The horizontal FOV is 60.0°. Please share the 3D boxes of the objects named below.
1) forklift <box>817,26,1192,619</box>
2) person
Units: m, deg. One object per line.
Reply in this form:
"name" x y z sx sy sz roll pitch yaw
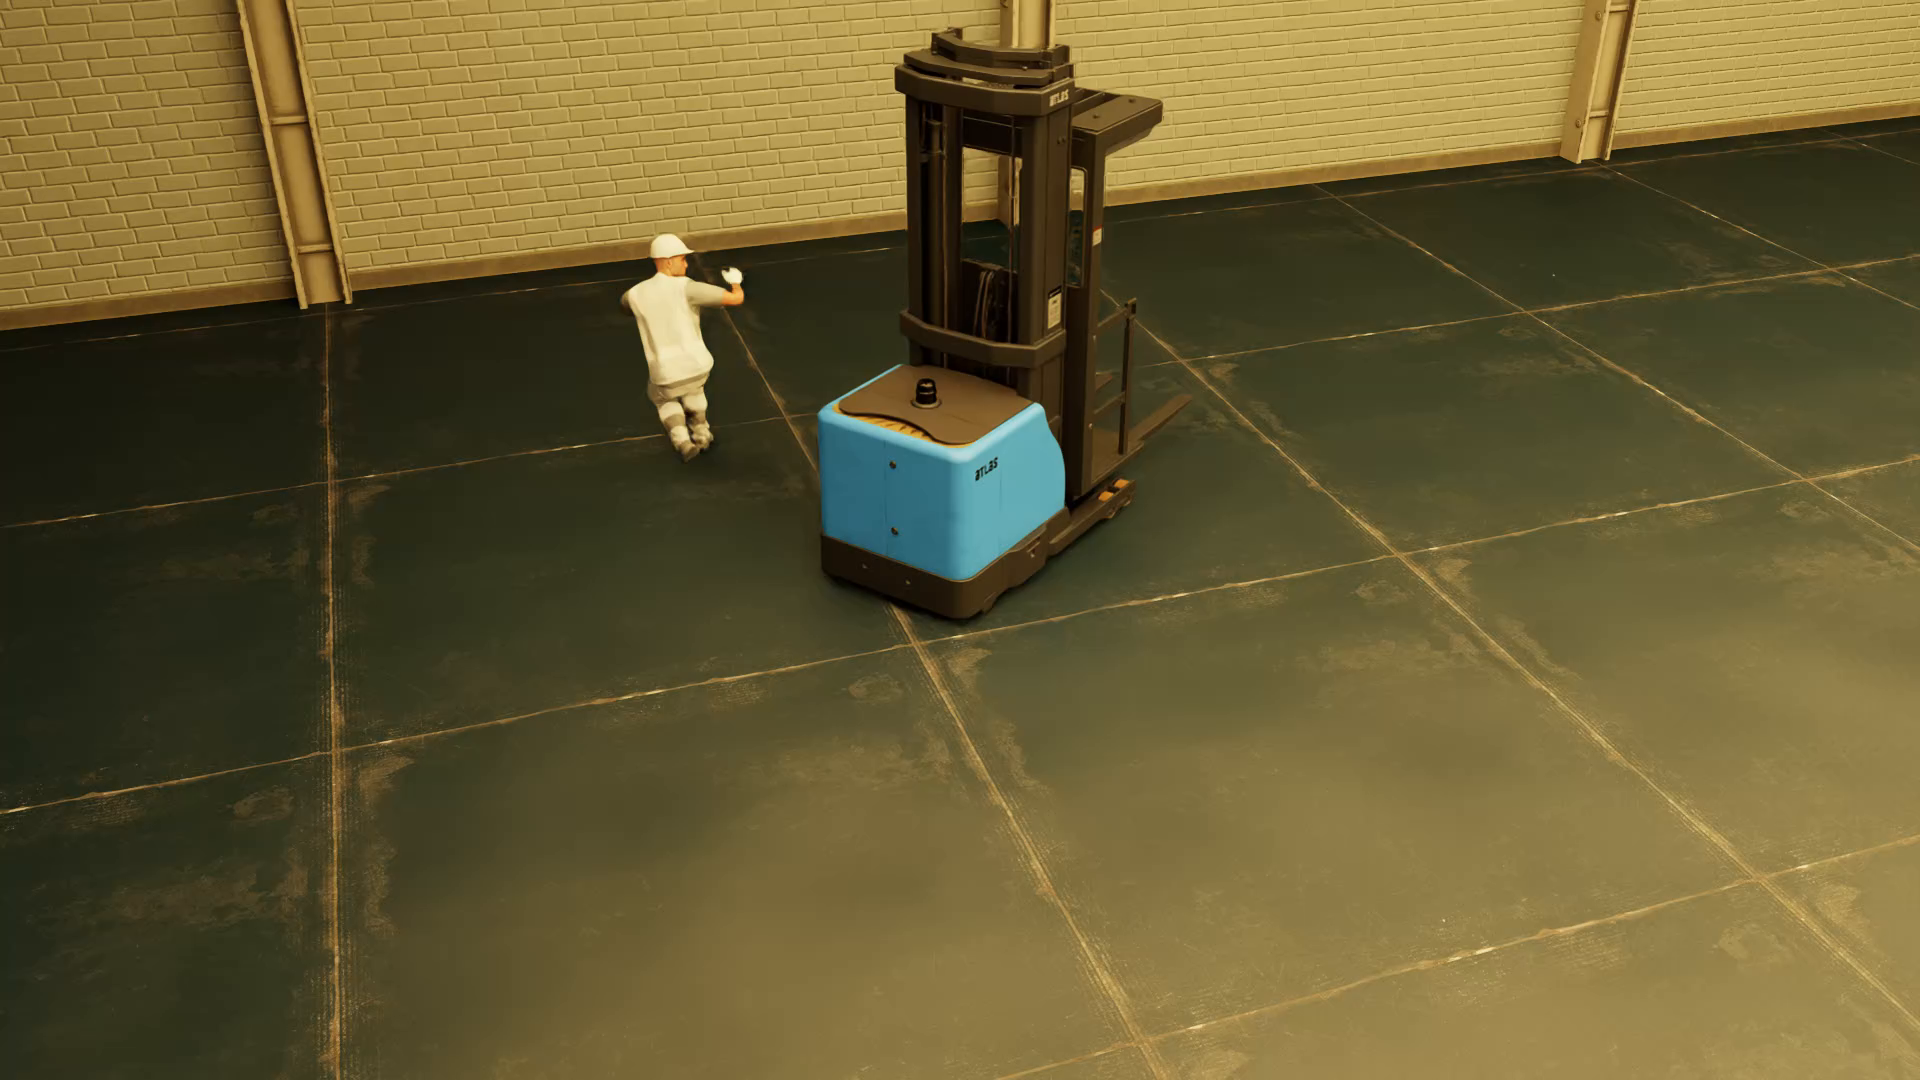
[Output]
"forklift" 0.446 -1.525 9.738 1.130 2.935 3.031 19 35 29
"person" -1.782 -1.290 10.781 0.788 1.479 1.020 -6 31 -11
